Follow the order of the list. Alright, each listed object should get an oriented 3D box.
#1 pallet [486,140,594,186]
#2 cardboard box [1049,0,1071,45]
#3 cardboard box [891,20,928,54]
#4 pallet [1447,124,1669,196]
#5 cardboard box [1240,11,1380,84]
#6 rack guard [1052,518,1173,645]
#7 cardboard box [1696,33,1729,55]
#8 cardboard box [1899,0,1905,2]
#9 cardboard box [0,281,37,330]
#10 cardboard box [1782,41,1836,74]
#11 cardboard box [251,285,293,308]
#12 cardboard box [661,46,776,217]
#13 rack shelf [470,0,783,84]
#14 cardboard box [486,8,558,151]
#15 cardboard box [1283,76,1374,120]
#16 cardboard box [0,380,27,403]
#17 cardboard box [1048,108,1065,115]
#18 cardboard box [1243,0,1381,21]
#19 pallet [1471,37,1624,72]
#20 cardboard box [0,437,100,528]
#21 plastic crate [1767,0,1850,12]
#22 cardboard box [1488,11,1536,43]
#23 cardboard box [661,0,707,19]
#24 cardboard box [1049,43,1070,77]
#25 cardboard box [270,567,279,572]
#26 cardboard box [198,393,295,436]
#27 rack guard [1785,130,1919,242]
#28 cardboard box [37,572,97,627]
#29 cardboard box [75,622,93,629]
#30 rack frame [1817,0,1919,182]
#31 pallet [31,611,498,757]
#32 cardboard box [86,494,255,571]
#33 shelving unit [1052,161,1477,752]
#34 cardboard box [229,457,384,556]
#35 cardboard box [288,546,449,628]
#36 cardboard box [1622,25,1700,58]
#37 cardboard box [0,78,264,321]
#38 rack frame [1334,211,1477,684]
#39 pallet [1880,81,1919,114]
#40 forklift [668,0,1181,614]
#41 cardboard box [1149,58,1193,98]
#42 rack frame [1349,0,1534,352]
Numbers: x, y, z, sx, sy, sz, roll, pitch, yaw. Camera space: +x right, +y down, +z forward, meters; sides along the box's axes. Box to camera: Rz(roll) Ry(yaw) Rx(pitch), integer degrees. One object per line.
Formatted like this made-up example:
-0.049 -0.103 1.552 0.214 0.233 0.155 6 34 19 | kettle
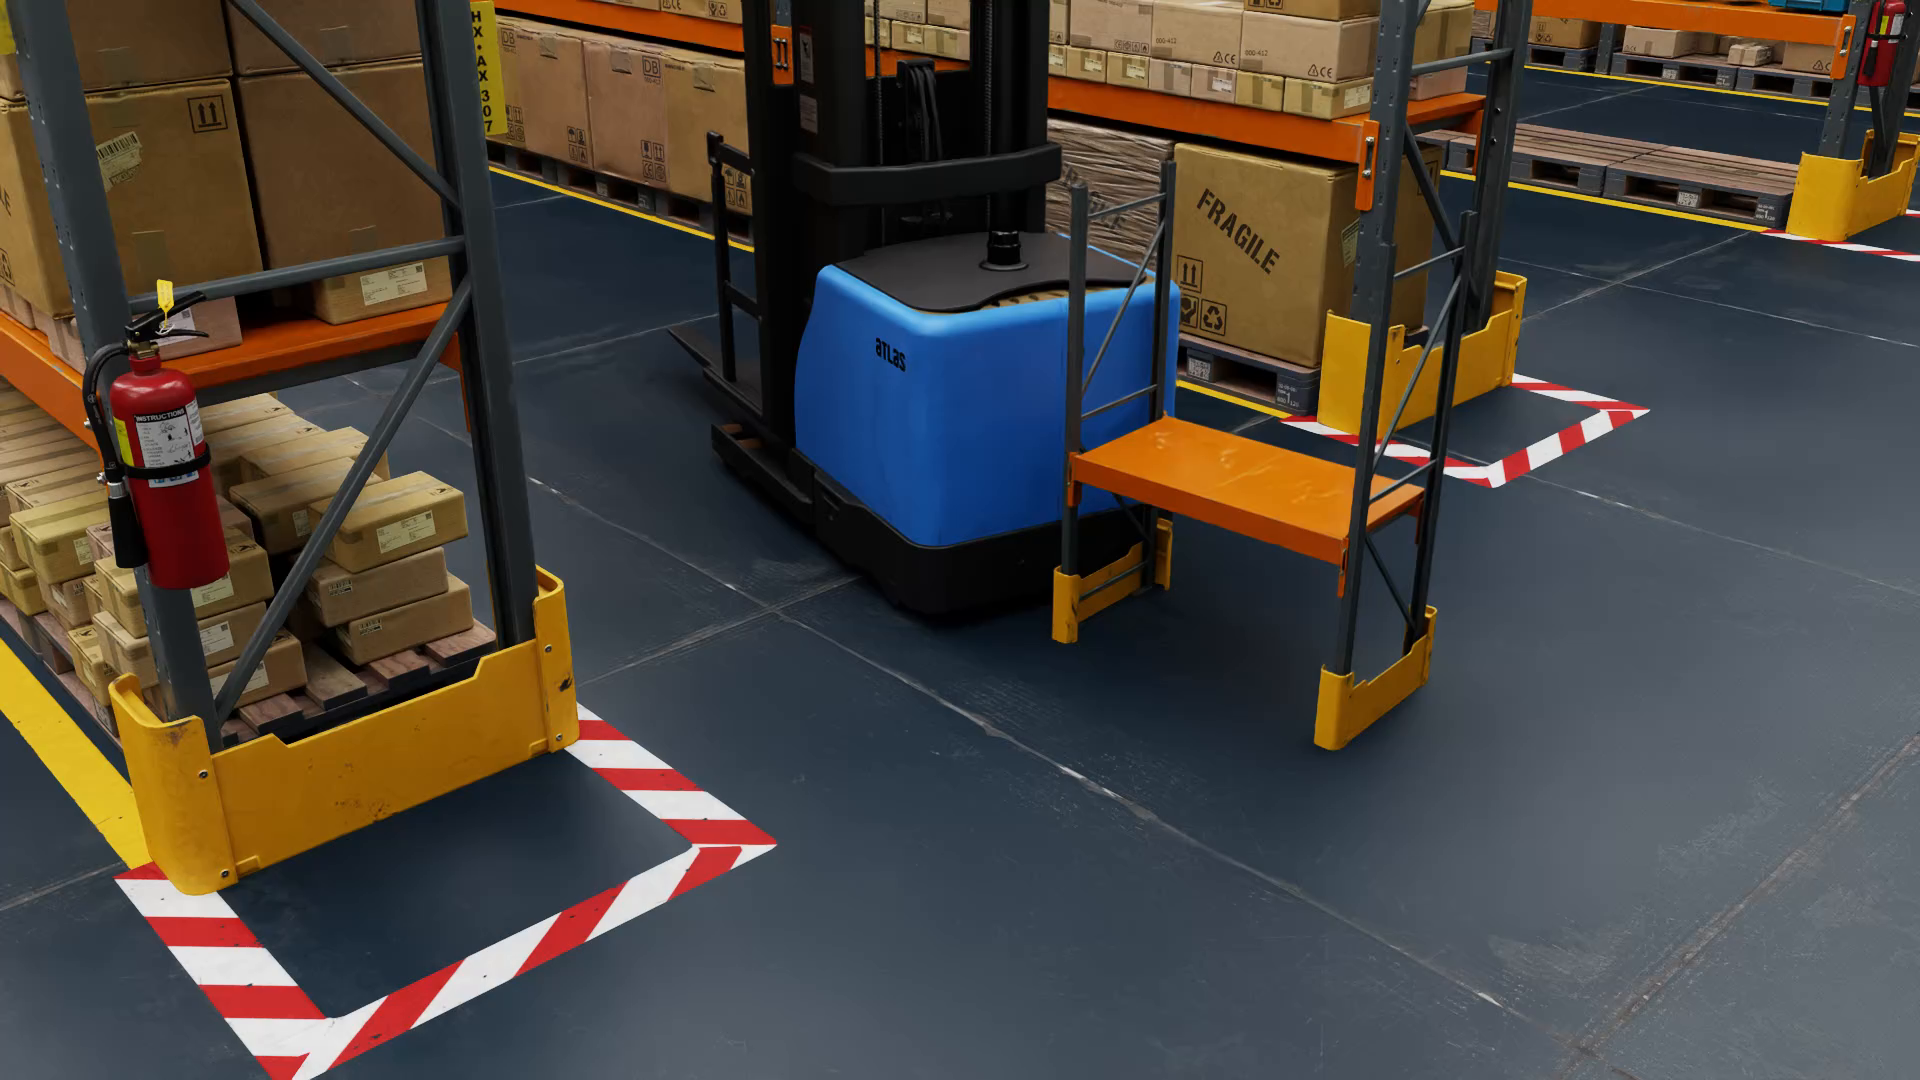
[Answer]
-2.894 -2.909 12.373 1.003 0.211 1.213 -21 32 -38 | pallet
0.512 -2.618 8.196 0.500 0.250 0.500 -21 32 -38 | cardboard box
-0.144 -2.690 8.834 0.380 0.149 0.250 -22 33 -40 | cardboard box
4.340 -2.781 12.092 1.003 0.211 1.213 -21 32 -38 | pallet
1.565 -2.153 7.178 0.500 0.250 0.500 -22 32 -39 | cardboard box
0.523 0.134 5.655 0.087 0.250 0.587 20 31 37 | rack guard
7.186 -5.006 16.091 0.500 0.500 0.500 -21 32 -38 | cardboard box
10.640 -6.240 18.820 0.700 0.500 0.500 -21 32 -38 | cardboard box
-2.354 -0.700 4.473 0.380 0.149 0.250 -22 32 -39 | cardboard box
7.878 -4.532 15.048 0.797 0.503 0.637 -21 32 -38 | cardboard box
-1.786 -0.780 4.649 0.380 0.149 0.250 -20 31 -37 | cardboard box
-1.096 -2.639 10.474 1.225 0.875 0.875 -21 32 -38 | cardboard box
-2.011 -3.505 11.185 1.077 0.370 4.000 -21 32 -38 | rack shelf
-2.921 -3.448 12.247 0.875 0.875 1.225 22 32 39 | cardboard box
1.606 -1.915 7.135 0.380 0.149 0.250 -20 32 -38 | cardboard box
-3.340 -0.456 5.849 0.250 0.149 0.380 22 33 40 | cardboard box
0.364 -1.955 8.976 0.875 0.875 0.875 -21 32 -38 | cardboard box
1.565 -2.496 7.025 0.500 0.500 0.500 -21 32 -38 | cardboard box
6.006 -5.002 16.961 1.003 0.211 1.213 -21 32 -38 | pallet
-2.901 -0.188 5.260 0.380 0.149 0.250 -20 31 -37 | cardboard box
5.340 -3.511 10.218 0.616 0.435 0.499 -21 32 -38 | plastic crate
5.712 -5.319 16.776 0.500 0.500 0.500 -21 32 -38 | cardboard box
-1.496 -3.488 10.161 0.500 0.500 0.500 -20 31 -37 | cardboard box
0.562 -2.378 8.151 0.380 0.149 0.250 -20 32 -37 | cardboard box
-2.137 0.089 5.369 0.380 0.149 0.250 -21 32 -38 | cardboard box
-2.477 -0.358 5.633 0.380 0.149 0.250 -20 31 -37 | cardboard box
5.731 -2.279 10.642 1.175 0.500 0.348 -21 32 -38 | rack guard
-2.525 0.097 4.994 0.250 0.149 0.380 22 33 40 | cardboard box
-2.479 0.214 5.096 0.380 0.149 0.250 -21 32 -39 | cardboard box
5.705 -3.419 10.131 1.000 3.000 0.127 -21 32 -38 | rack frame
-2.181 0.352 5.225 1.003 0.211 1.213 -21 32 -38 | pallet
-2.276 0.016 4.812 0.380 0.149 0.250 -20 32 -37 | cardboard box
0.895 -0.297 5.094 1.083 1.500 0.587 20 31 37 | shelving unit
-1.986 -0.107 5.083 0.380 0.149 0.250 -21 32 -38 | cardboard box
-1.770 0.101 4.985 0.380 0.149 0.250 -20 31 -36 | cardboard box
6.719 -4.824 15.919 0.500 0.311 0.500 -21 32 -38 | cardboard box
-2.095 -0.882 4.090 0.500 0.500 0.500 -20 32 -37 | cardboard box
1.267 -0.159 4.792 0.032 1.500 0.500 20 31 37 | rack frame
8.726 -3.819 14.367 1.003 0.211 1.213 -21 32 -38 | pallet
-0.382 -1.663 6.364 1.130 2.935 3.031 -13 27 -26 | forklift
1.086 -2.145 7.642 0.380 0.149 0.250 -21 32 -38 | cardboard box
2.090 -2.014 7.051 1.000 3.000 0.127 -21 32 -38 | rack frame
